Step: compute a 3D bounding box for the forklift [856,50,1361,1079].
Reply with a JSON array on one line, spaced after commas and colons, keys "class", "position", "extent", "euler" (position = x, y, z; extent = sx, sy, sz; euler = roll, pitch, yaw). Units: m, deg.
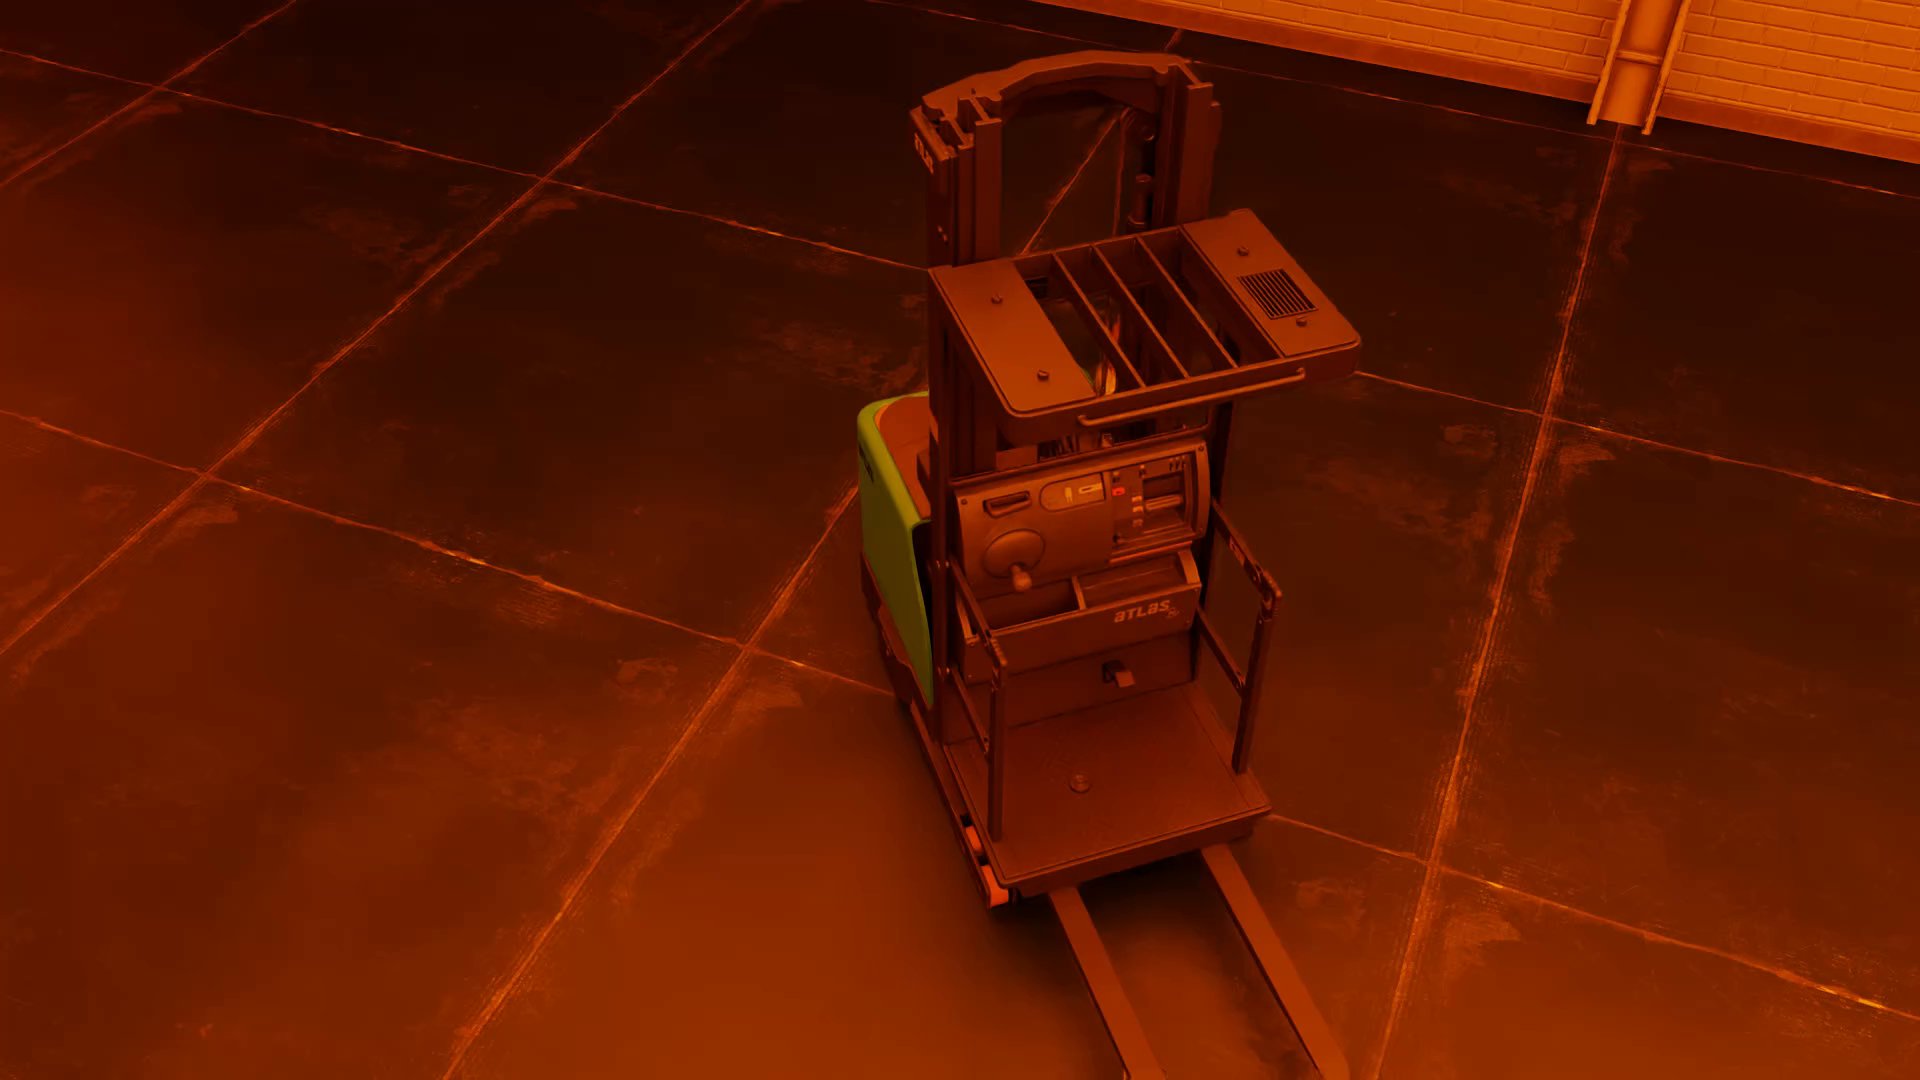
[{"class": "forklift", "position": [0.509, 0.004, 5.667], "extent": [1.130, 2.935, 3.031], "euler": [-13, 45, -13]}]

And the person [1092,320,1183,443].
[{"class": "person", "position": [0.719, -0.220, 6.935], "extent": [0.721, 1.556, 0.589], "euler": [-6, 43, -7]}]
